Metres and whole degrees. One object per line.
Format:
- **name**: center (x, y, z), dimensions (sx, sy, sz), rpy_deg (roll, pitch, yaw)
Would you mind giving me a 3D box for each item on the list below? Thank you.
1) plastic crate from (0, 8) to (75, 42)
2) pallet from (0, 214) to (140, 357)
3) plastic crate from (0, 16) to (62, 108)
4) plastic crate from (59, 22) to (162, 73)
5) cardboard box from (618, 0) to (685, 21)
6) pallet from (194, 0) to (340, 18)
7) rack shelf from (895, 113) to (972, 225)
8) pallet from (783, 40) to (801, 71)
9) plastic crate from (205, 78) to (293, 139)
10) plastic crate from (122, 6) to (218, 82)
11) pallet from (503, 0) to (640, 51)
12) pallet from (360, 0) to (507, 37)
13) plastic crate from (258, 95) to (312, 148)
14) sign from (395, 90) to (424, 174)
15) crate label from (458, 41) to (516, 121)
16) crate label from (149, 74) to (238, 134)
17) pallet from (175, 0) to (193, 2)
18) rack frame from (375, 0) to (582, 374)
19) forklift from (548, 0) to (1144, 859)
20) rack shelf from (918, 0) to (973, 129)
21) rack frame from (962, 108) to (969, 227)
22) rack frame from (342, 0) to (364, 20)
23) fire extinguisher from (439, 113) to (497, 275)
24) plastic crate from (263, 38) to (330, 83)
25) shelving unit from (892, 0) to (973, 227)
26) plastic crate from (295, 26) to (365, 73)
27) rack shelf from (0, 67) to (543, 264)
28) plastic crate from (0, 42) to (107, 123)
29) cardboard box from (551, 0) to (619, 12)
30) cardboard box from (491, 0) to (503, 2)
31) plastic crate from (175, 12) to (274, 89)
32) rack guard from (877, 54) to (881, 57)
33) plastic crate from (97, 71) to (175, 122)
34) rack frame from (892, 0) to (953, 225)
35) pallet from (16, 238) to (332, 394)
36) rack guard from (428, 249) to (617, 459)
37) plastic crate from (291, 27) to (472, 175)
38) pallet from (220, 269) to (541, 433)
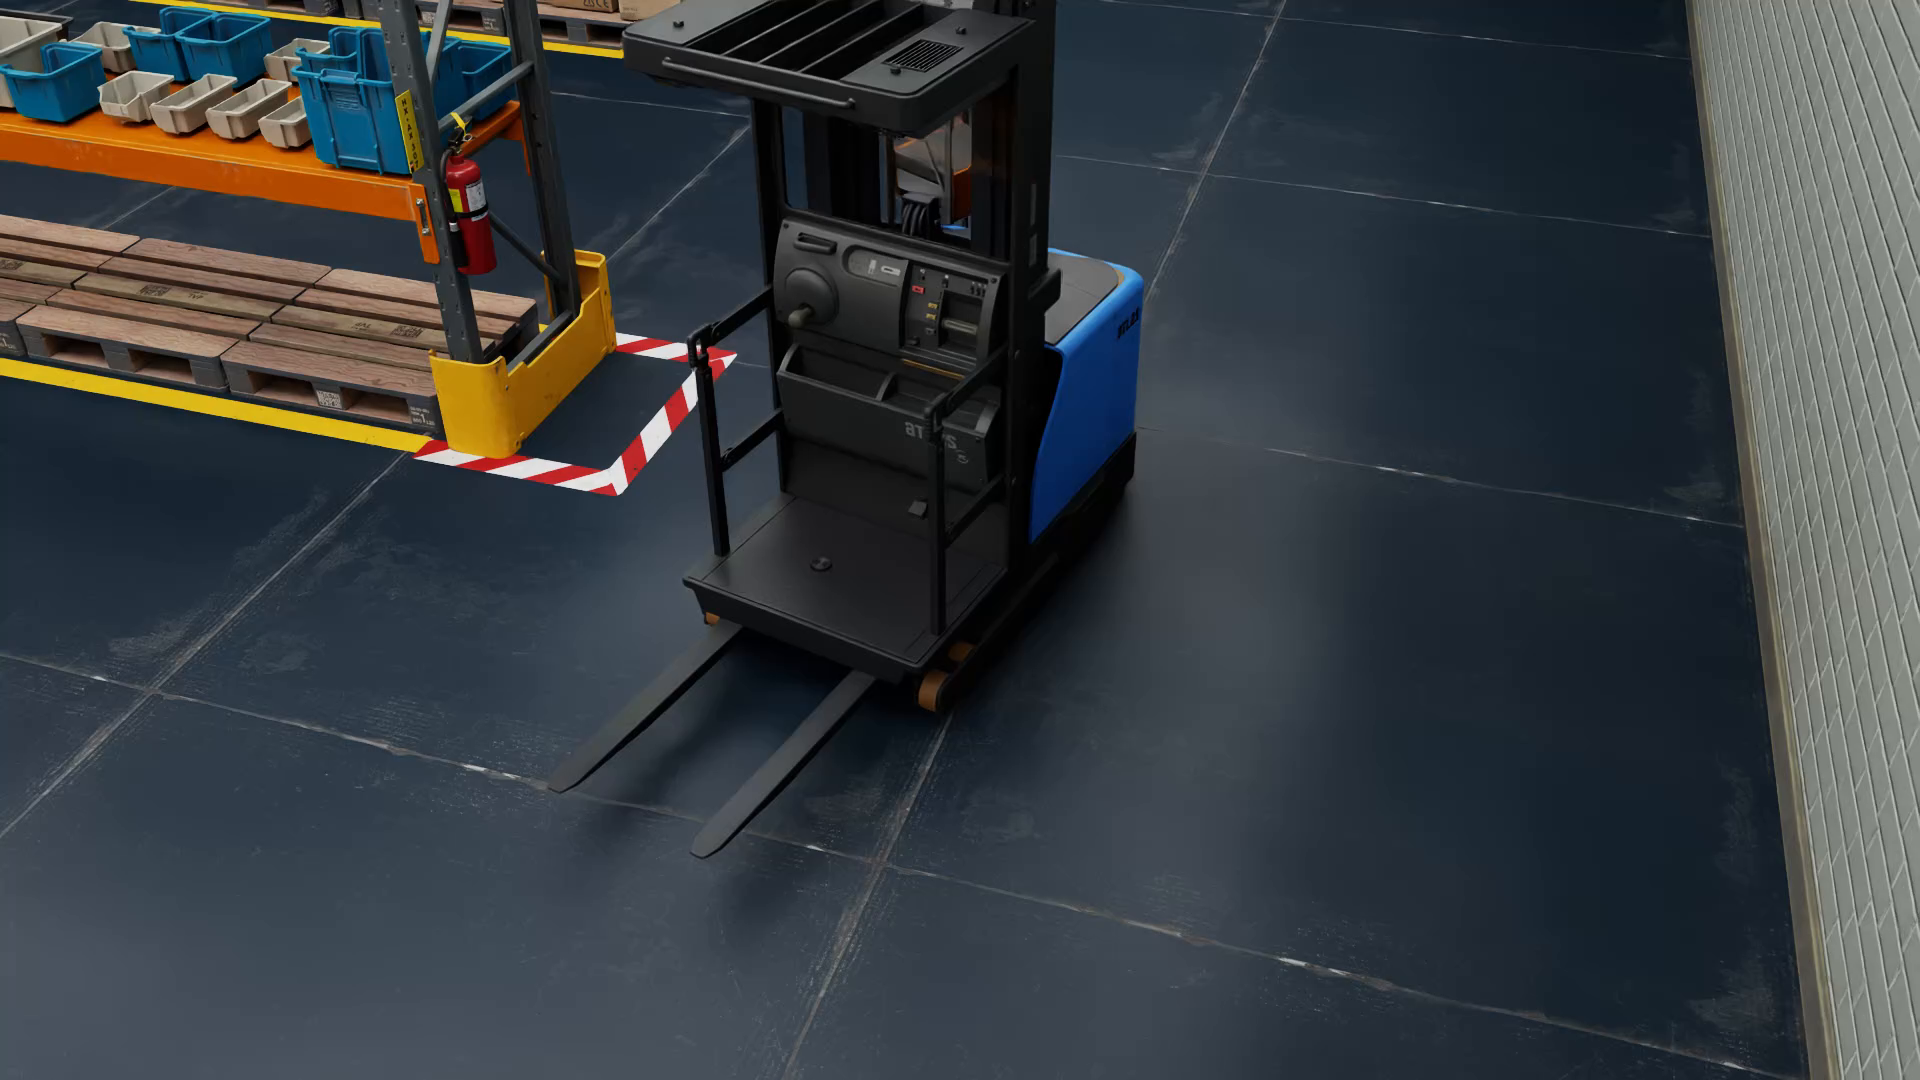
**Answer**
- **plastic crate**: center (-4.794, -2.508, 8.309), dimensions (0.590, 0.125, 0.437), rpy_deg (10, 38, 14)
- **pallet**: center (-5.229, -1.410, 8.987), dimensions (1.213, 0.211, 1.003), rpy_deg (10, 38, 14)
- **plastic crate**: center (-4.539, -2.243, 7.816), dimensions (0.530, 0.282, 0.437), rpy_deg (10, 38, 14)
- **plastic crate**: center (-4.190, -2.421, 8.181), dimensions (0.466, 0.136, 0.293), rpy_deg (10, 38, 14)
- **cardboard box**: center (-2.134, -3.947, 12.031), dimensions (0.500, 0.250, 0.500), rpy_deg (10, 38, 14)
- **pallet**: center (-5.249, -4.442, 13.107), dimensions (1.213, 0.211, 1.003), rpy_deg (10, 38, 14)
- **rack shelf**: center (-0.010, -1.602, 7.679), dimensions (0.431, 0.518, 0.480), rpy_deg (30, 46, 34)
- **pallet**: center (-1.477, -3.766, 12.189), dimensions (1.213, 0.211, 1.003), rpy_deg (10, 38, 14)
- **plastic crate**: center (-3.229, -1.953, 7.544), dimensions (0.243, 0.136, 0.396), rpy_deg (10, 38, 14)
- **plastic crate**: center (-3.805, -2.406, 8.079), dimensions (0.300, 0.233, 0.416), rpy_deg (10, 38, 14)
- **pallet**: center (-2.638, -3.983, 12.484), dimensions (1.213, 0.211, 1.003), rpy_deg (10, 38, 14)
- **pallet**: center (-3.806, -4.198, 12.775), dimensions (1.213, 0.211, 1.003), rpy_deg (10, 38, 14)
- **plastic crate**: center (-2.956, -1.893, 7.464), dimensions (0.243, 0.136, 0.396), rpy_deg (10, 38, 14)
- **sign**: center (-2.273, -1.685, 6.872), dimensions (0.005, 0.325, 0.100), rpy_deg (10, 38, 14)
- **crate label**: center (-2.261, -2.120, 7.691), dimensions (0.303, 0.233, 0.416), rpy_deg (10, 38, 14)
- **crate label**: center (-3.502, -1.988, 7.593), dimensions (0.243, 0.136, 0.396), rpy_deg (10, 38, 14)
- **pallet**: center (-6.417, -4.656, 13.399), dimensions (1.213, 0.211, 1.003), rpy_deg (10, 38, 14)
- **rack frame**: center (-2.124, -1.934, 7.347), dimensions (0.127, 3.000, 1.000), rpy_deg (10, 38, 14)
- **forklift**: center (-0.380, -0.832, 5.908), dimensions (1.130, 2.935, 3.031), rpy_deg (19, 40, 24)
- **rack shelf**: center (-0.010, -2.166, 7.264), dimensions (0.431, 0.518, 0.480), rpy_deg (30, 46, 34)
- **rack frame**: center (0.159, -1.718, 7.812), dimensions (0.400, 2.100, 0.015), rpy_deg (30, 46, 34)
- **rack frame**: center (-4.461, -5.443, 12.114), dimensions (0.127, 3.000, 1.000), rpy_deg (10, 38, 14)
- **fire extinguisher**: center (-2.116, -1.469, 7.095), dimensions (0.183, 0.674, 0.296), rpy_deg (10, 38, 14)
- **plastic crate**: center (-3.190, -2.305, 8.023), dimensions (0.298, 0.136, 0.250), rpy_deg (10, 38, 14)
- **shelving unit**: center (-0.010, -1.613, 7.671), dimensions (0.431, 2.100, 0.503), rpy_deg (30, 46, 34)
- **plastic crate**: center (-2.890, -2.237, 7.849), dimensions (0.300, 0.233, 0.416), rpy_deg (10, 38, 14)
- **rack shelf**: center (-4.033, -1.997, 8.040), dimensions (4.000, 0.370, 1.077), rpy_deg (10, 38, 14)
- **plastic crate**: center (-4.161, -2.108, 7.675), dimensions (0.300, 0.233, 0.416), rpy_deg (10, 38, 14)
- **cardboard box**: center (-2.667, -4.285, 12.277), dimensions (0.637, 0.503, 0.797), rpy_deg (10, 38, 14)
- **cardboard box**: center (-3.297, -4.135, 12.357), dimensions (0.250, 0.166, 0.380), rpy_deg (10, 38, 14)
- **plastic crate**: center (-3.518, -2.353, 8.007), dimensions (0.300, 0.233, 0.416), rpy_deg (10, 38, 14)
- **rack guard**: center (-0.716, -3.742, 11.913), dimensions (0.348, 0.500, 1.175), rpy_deg (10, 38, 14)
- **plastic crate**: center (-3.790, -2.030, 7.649), dimensions (0.250, 0.136, 0.298), rpy_deg (10, 38, 14)
- **rack frame**: center (-0.179, -1.509, 7.529), dimensions (0.400, 2.100, 0.015), rpy_deg (30, 46, 34)
- **pallet**: center (-4.060, -1.195, 8.696), dimensions (1.213, 0.211, 1.003), rpy_deg (10, 38, 14)
- **rack guard**: center (-2.097, -0.930, 8.092), dimensions (0.348, 0.500, 1.175), rpy_deg (10, 38, 14)
- **plastic crate**: center (-2.499, -1.926, 7.255), dimensions (0.499, 0.435, 0.616), rpy_deg (10, 38, 14)
- **pallet**: center (-2.900, -0.978, 8.401), dimensions (1.213, 0.211, 1.003), rpy_deg (10, 38, 14)
